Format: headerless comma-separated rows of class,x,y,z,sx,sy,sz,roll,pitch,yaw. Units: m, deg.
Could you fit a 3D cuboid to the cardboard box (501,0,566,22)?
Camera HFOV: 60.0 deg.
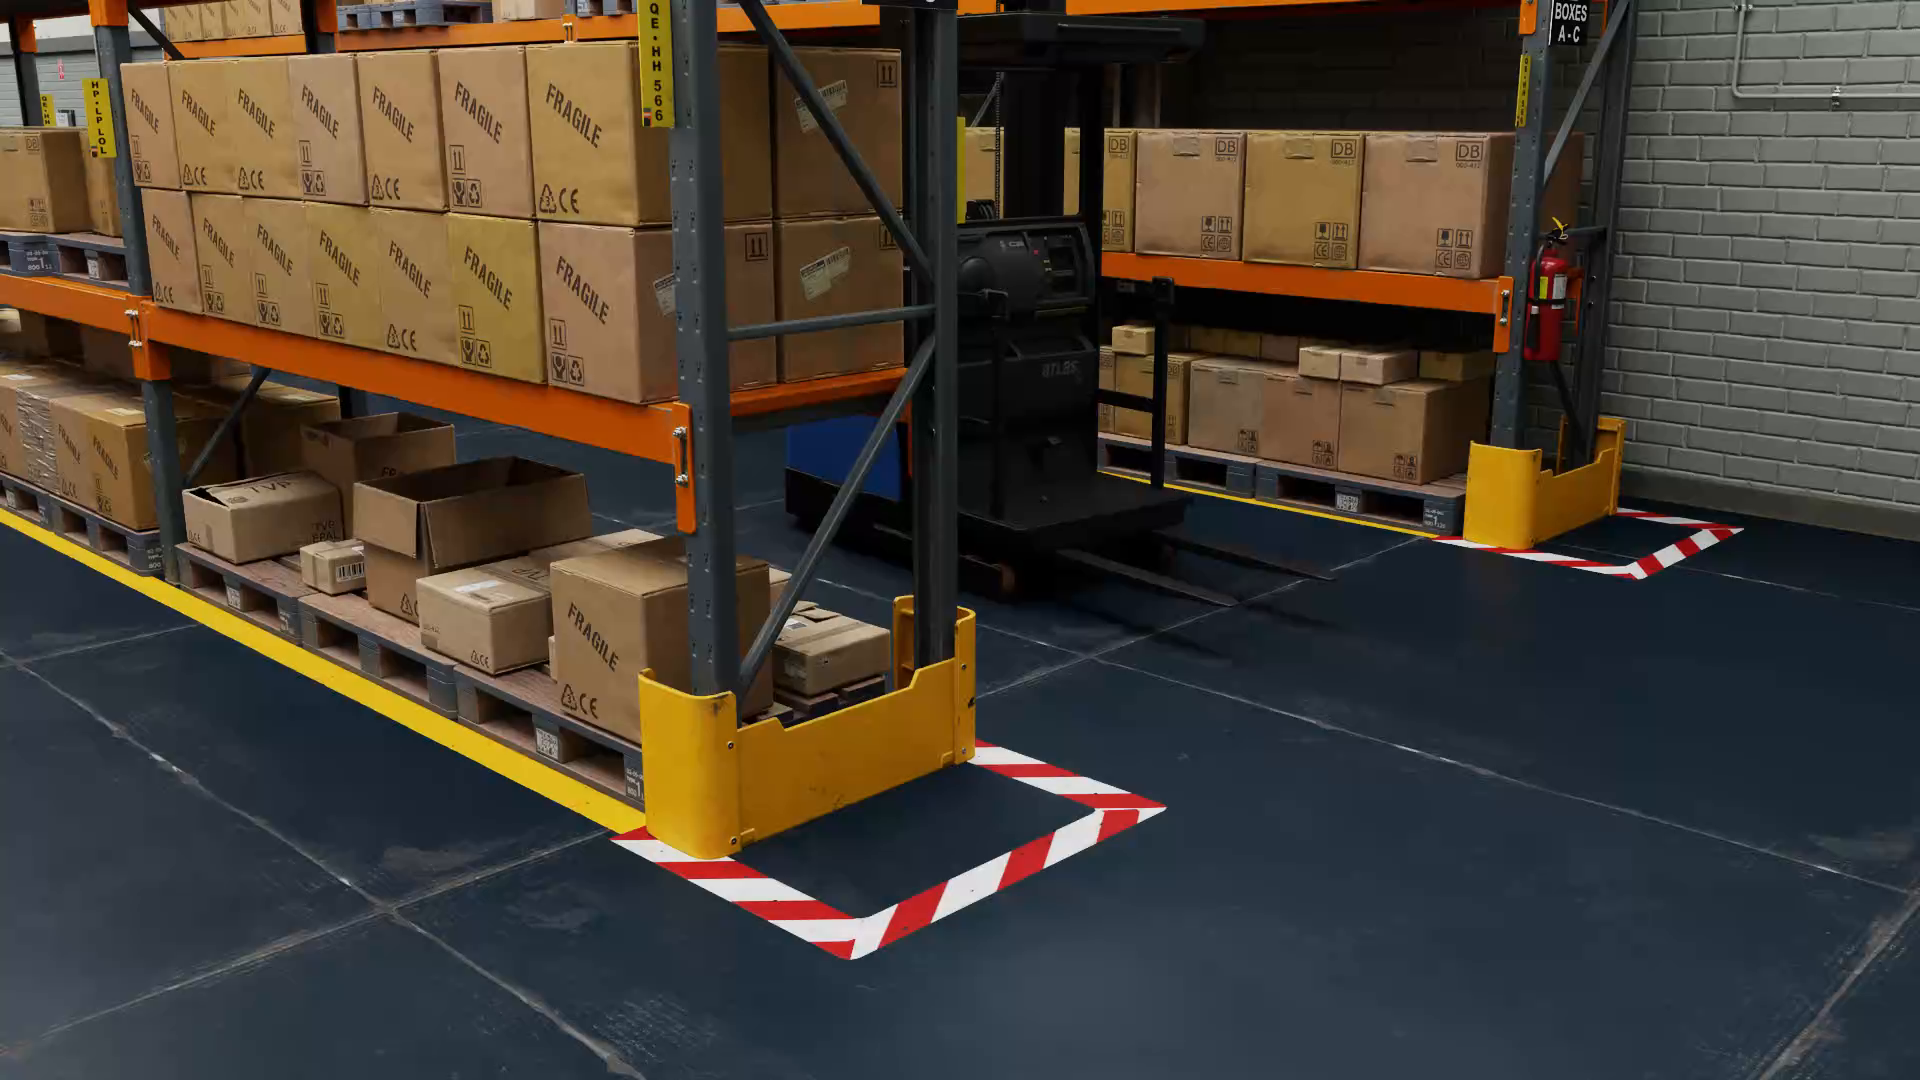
cardboard box,-3.426,-4.429,13.670,0.500,0.311,0.500,14,20,42

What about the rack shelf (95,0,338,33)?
rack shelf,-1.836,-2.088,5.973,4.000,0.370,1.077,14,20,42

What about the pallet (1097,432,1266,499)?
pallet,1.535,-0.524,10.024,1.213,0.211,1.003,14,20,42

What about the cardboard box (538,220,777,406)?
cardboard box,-0.908,-0.712,5.016,0.500,0.500,0.500,-14,20,-42

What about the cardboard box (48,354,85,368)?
cardboard box,-4.947,-0.826,9.738,0.500,0.500,0.500,13,19,40

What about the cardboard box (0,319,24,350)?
cardboard box,-6.329,-1.323,11.070,0.500,0.311,0.500,-14,20,-42

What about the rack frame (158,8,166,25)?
rack frame,-8.479,-7.237,18.361,0.127,3.000,1.000,14,20,42

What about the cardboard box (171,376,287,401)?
cardboard box,-3.847,-0.558,8.709,0.500,0.500,0.500,14,20,43

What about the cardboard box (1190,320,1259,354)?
cardboard box,1.599,-1.226,10.028,0.250,0.149,0.380,13,20,41

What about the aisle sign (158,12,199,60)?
aisle sign,-8.739,-5.550,18.629,0.004,0.787,0.394,14,20,42

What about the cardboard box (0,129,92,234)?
cardboard box,-4.591,-1.884,8.682,0.500,0.500,0.700,8,17,28

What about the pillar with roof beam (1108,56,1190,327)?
pillar with roof beam,-1.724,-4.390,7.435,0.400,9.000,9.100,14,20,42

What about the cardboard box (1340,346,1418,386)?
cardboard box,2.247,-0.935,8.911,0.250,0.149,0.380,13,20,42

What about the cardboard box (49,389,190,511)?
cardboard box,-4.180,-0.460,8.334,0.500,0.500,0.500,14,20,42

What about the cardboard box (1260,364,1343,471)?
cardboard box,2.106,-0.720,9.370,0.500,0.500,0.700,14,20,42

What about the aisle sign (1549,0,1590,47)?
aisle sign,2.883,-2.725,7.786,0.004,0.787,0.394,14,20,42

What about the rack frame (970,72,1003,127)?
rack frame,0.160,-2.234,11.057,0.127,3.000,1.000,14,20,42

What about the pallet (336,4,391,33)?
pallet,-5.229,-4.868,15.587,1.003,0.211,1.213,14,20,42

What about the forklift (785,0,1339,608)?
forklift,0.389,-1.294,7.584,1.130,2.935,3.031,-11,18,-37

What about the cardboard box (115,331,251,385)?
cardboard box,-4.175,-1.004,8.936,0.500,0.250,0.500,14,20,42

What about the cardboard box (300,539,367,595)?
cardboard box,-2.494,0.086,6.899,0.250,0.166,0.380,14,20,42

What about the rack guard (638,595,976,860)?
rack guard,-0.451,0.562,5.284,0.348,0.500,1.175,14,20,42

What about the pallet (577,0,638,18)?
pallet,-2.219,-4.191,12.994,1.213,0.211,1.003,-13,20,-42

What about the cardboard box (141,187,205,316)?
cardboard box,-3.098,-1.244,7.059,0.500,0.500,0.500,-14,20,-43

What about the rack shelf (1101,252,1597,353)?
rack shelf,1.599,-1.536,9.805,4.000,0.370,1.077,14,20,42

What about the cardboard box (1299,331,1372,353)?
cardboard box,2.150,-1.093,9.515,0.250,0.149,0.380,14,20,43

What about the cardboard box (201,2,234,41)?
cardboard box,-7.673,-5.549,17.594,0.500,0.500,0.500,-13,20,-42

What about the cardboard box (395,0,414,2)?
cardboard box,-4.818,-5.028,15.174,0.500,0.311,0.500,-14,20,-42

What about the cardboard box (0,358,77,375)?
cardboard box,-5.288,-0.727,9.358,0.500,0.500,0.500,13,20,41

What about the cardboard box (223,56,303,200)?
cardboard box,-2.391,-1.553,6.261,0.500,0.500,0.500,13,19,41

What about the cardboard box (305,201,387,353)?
cardboard box,-2.002,-0.978,6.040,0.500,0.500,0.500,13,20,41

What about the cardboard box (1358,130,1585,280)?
cardboard box,2.665,-1.767,8.669,0.980,0.700,0.700,-13,20,-42

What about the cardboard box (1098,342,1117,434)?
cardboard box,0.986,-0.990,10.406,0.500,0.500,0.700,13,20,42

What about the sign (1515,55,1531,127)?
sign,2.653,-2.113,7.826,0.005,0.325,0.100,14,20,42

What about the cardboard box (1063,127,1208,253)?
cardboard box,1.061,-2.153,10.150,0.700,0.700,0.980,13,19,41

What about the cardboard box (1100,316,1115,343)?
cardboard box,0.747,-1.299,10.307,0.380,0.149,0.250,-14,20,-42

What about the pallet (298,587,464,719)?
pallet,-1.900,0.349,6.674,1.213,0.211,1.003,14,20,42

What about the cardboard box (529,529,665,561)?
cardboard box,-1.311,0.162,6.443,0.500,0.250,0.500,14,20,42

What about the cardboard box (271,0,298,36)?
cardboard box,-6.490,-5.278,16.553,0.500,0.500,0.500,12,19,38

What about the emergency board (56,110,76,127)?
emergency board,-13.446,-5.858,24.966,0.643,1.169,0.194,14,20,42

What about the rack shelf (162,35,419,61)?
rack shelf,-7.039,-5.088,17.487,4.000,0.370,1.077,14,20,42

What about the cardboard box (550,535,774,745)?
cardboard box,-0.959,0.312,5.371,0.500,0.500,0.500,14,20,42

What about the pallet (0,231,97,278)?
pallet,-4.752,-1.602,9.012,1.213,0.211,1.003,14,20,42

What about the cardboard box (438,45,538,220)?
cardboard box,-1.272,-1.283,5.225,0.500,0.500,0.500,-14,20,-43

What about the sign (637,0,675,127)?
sign,-0.796,-1.250,4.358,0.005,0.325,0.100,14,20,42

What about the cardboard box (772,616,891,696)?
cardboard box,-0.459,0.397,5.742,0.250,0.149,0.380,14,20,42
